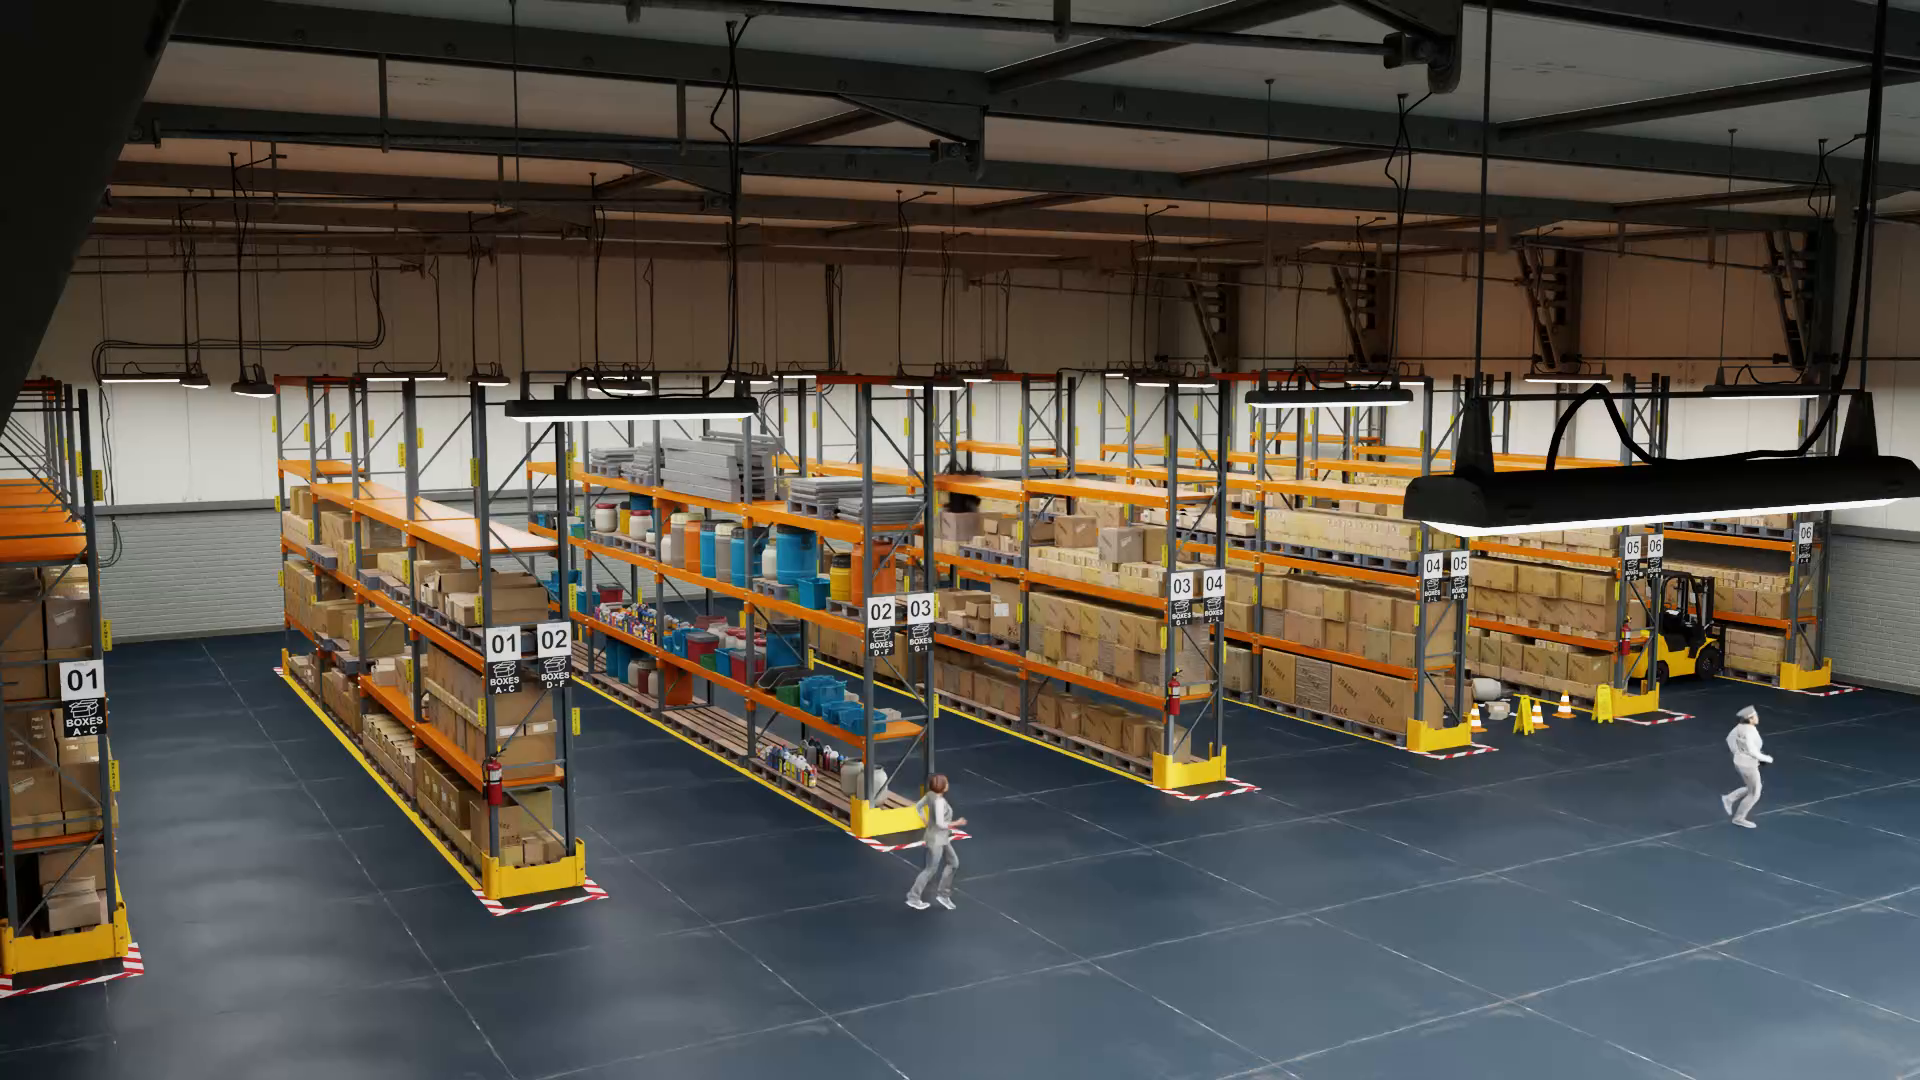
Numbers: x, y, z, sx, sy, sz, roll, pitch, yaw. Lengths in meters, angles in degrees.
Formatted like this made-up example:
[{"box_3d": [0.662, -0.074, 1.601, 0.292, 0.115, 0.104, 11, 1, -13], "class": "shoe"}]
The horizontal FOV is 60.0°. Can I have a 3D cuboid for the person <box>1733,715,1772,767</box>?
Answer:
[{"box_3d": [10.719, 2.694, 22.485, 0.454, 0.846, 0.502, 1, 6, 7], "class": "person"}]

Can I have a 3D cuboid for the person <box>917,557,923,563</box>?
[{"box_3d": [-0.843, 0.943, 42.150, 0.670, 1.533, 0.849, 6, 8, 42], "class": "person"}]

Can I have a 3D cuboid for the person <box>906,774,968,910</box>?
[{"box_3d": [-0.264, 3.467, 18.966, 0.700, 1.627, 0.525, 0, 6, -2], "class": "person"}]

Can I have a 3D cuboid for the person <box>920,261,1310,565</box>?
[{"box_3d": [4.544, -2.991, 43.657, 11.731, 8.922, 8.879, -5, 8, -40], "class": "person"}]
